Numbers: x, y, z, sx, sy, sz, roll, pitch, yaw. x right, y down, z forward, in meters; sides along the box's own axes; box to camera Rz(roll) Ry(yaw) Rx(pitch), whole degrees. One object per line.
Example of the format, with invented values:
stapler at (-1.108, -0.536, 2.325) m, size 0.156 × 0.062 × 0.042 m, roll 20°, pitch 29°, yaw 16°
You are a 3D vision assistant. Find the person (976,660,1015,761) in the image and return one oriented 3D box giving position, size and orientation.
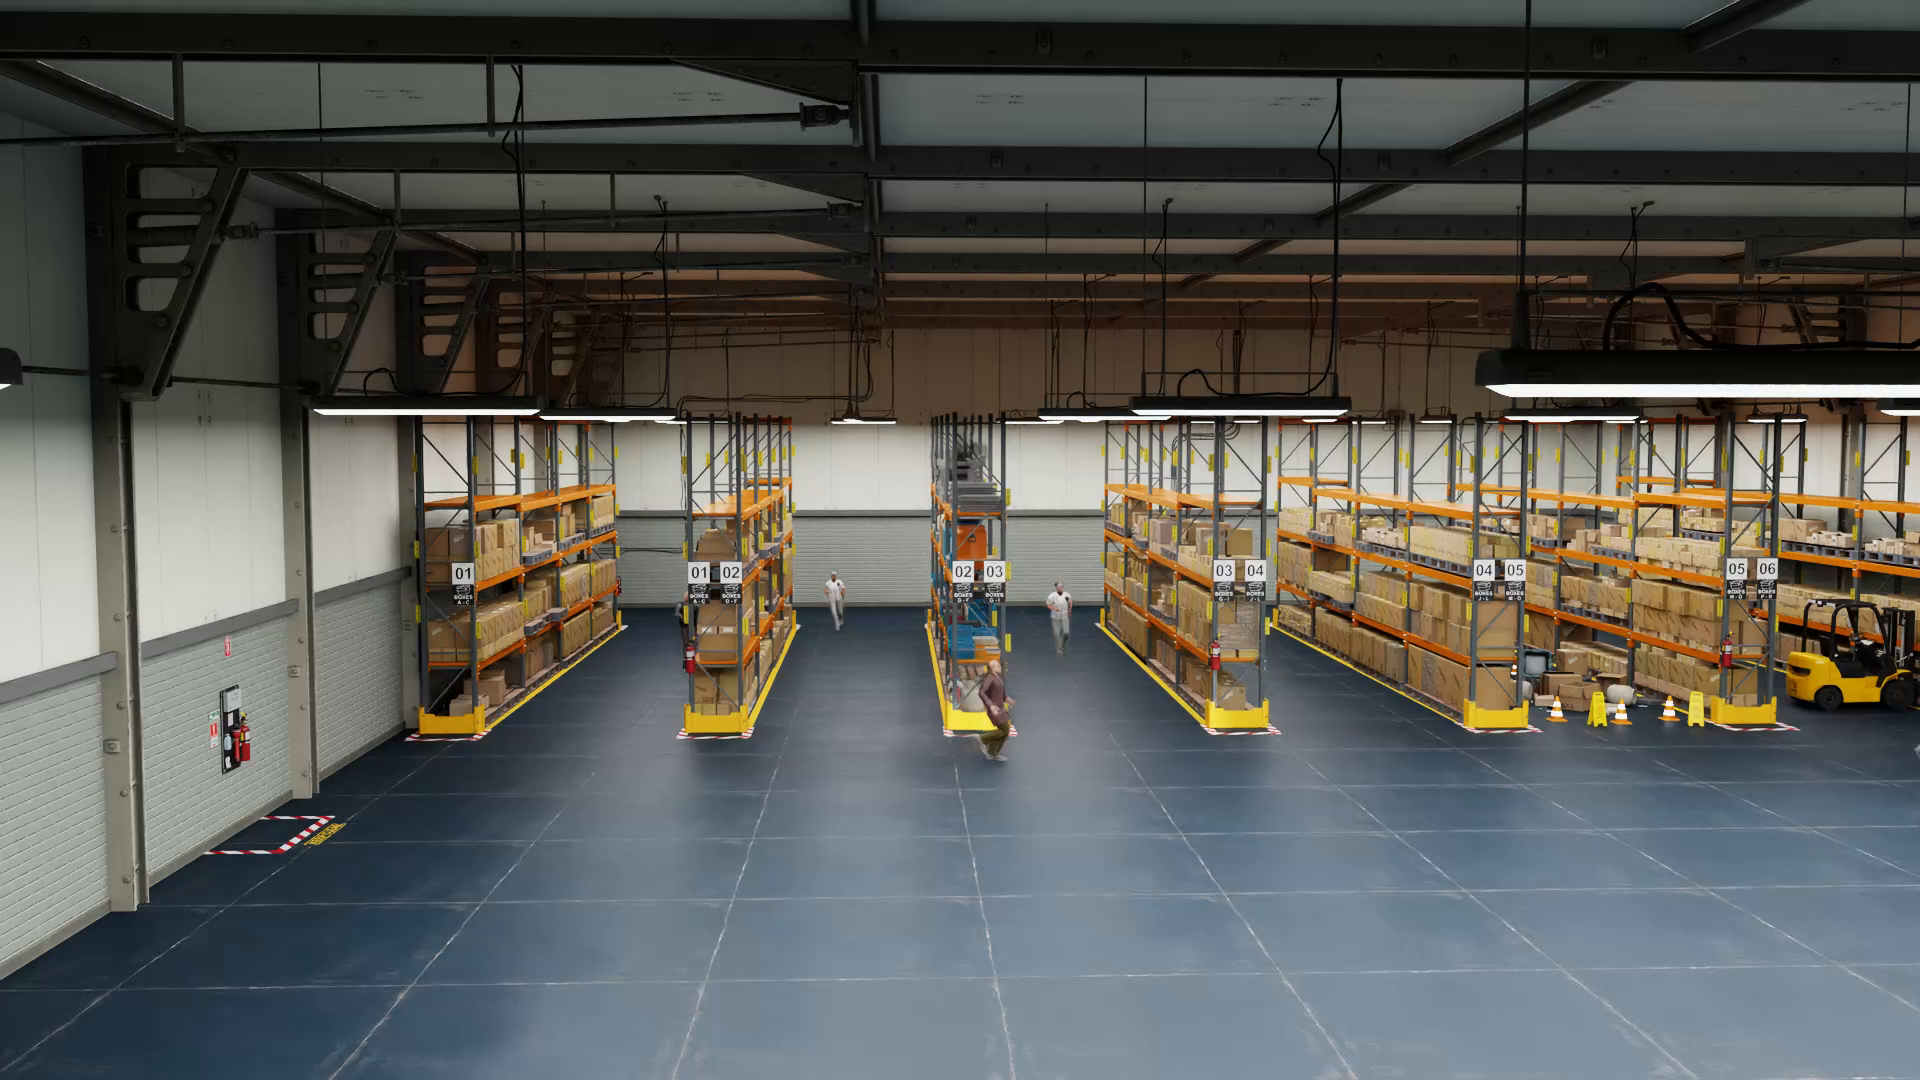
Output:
person at (0.619, 2.922, 28.516) m, size 0.635 × 1.735 × 0.708 m, roll 1°, pitch 4°, yaw 19°

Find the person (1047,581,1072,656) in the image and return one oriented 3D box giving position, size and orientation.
person at (2.392, 1.878, 39.657) m, size 0.658 × 1.810 × 0.677 m, roll 0°, pitch 4°, yaw -7°

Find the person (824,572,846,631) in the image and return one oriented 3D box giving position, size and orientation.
person at (-3.544, 1.715, 47.083) m, size 0.619 × 1.658 × 0.760 m, roll -1°, pitch 4°, yaw -8°

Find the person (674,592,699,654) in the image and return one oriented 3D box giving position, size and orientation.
person at (-6.570, 2.140, 40.160) m, size 0.638 × 1.784 × 0.777 m, roll 0°, pitch 4°, yaw -1°
